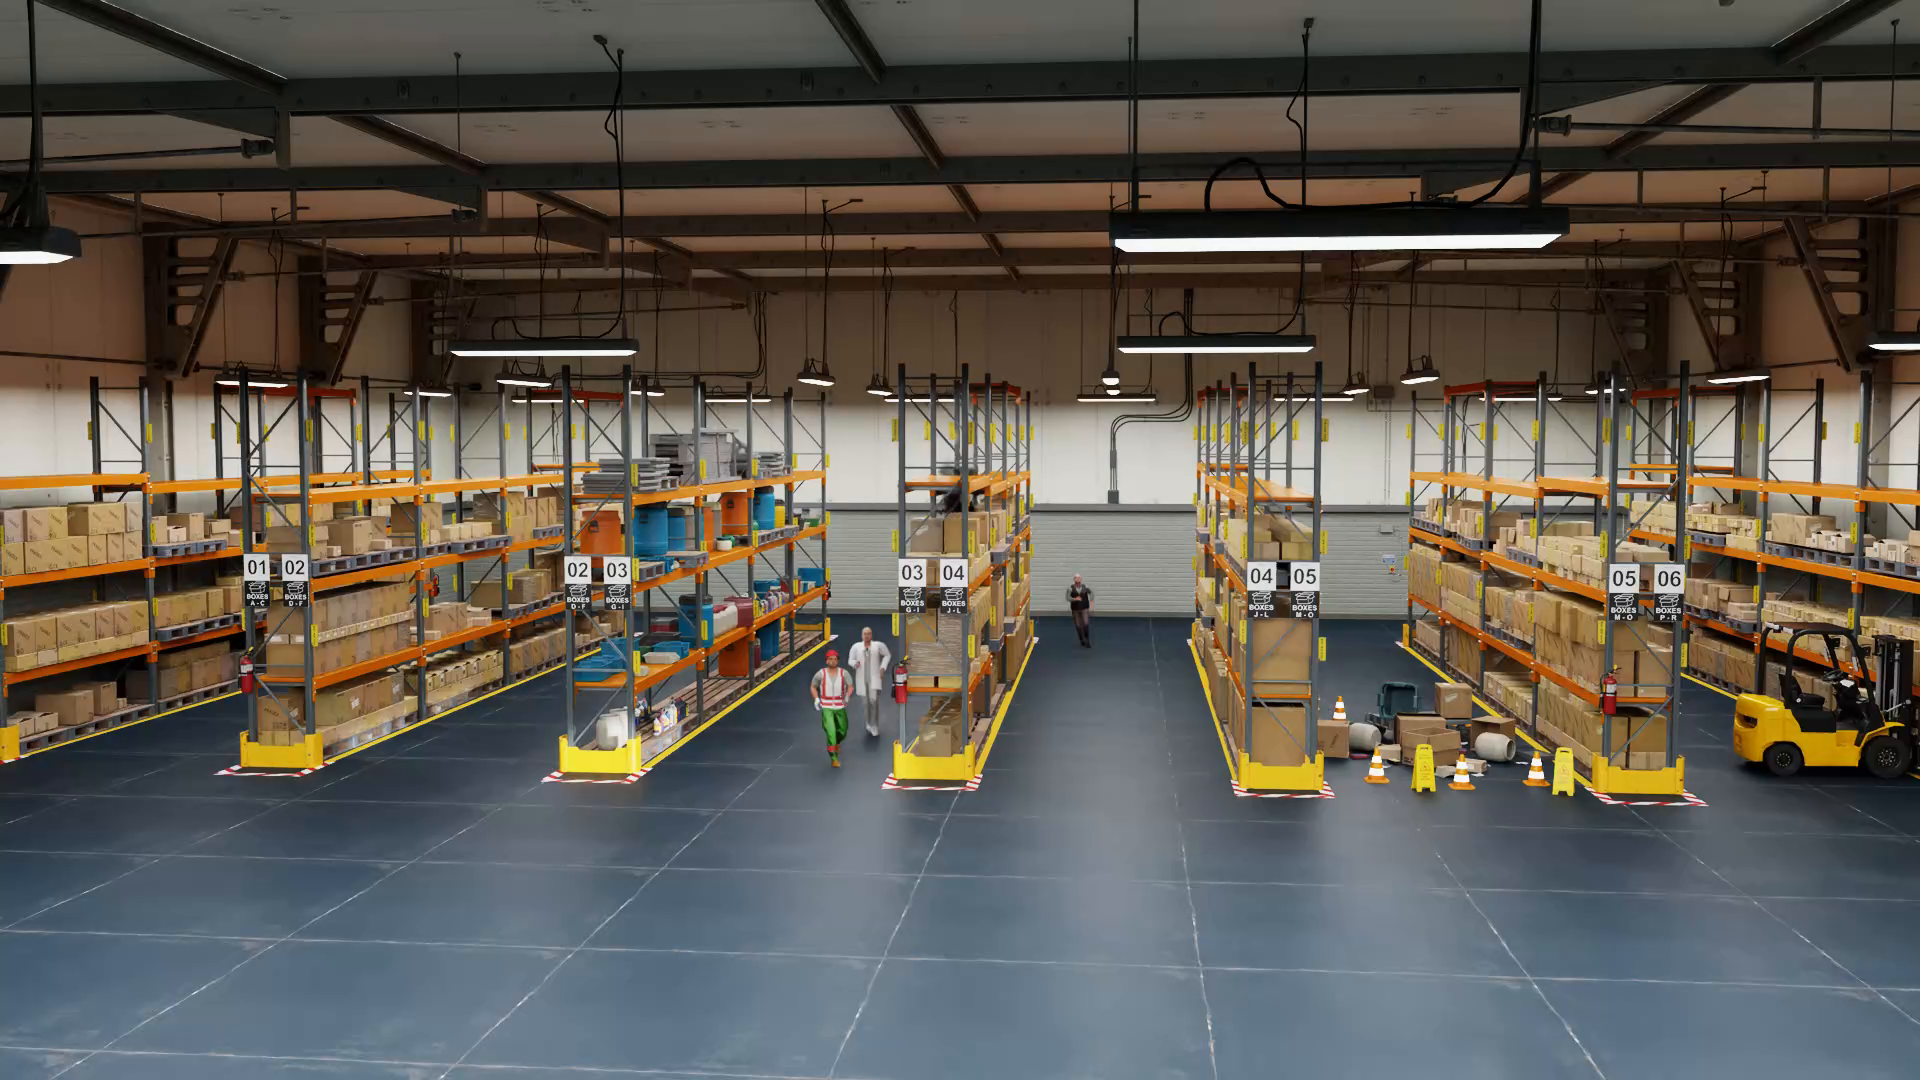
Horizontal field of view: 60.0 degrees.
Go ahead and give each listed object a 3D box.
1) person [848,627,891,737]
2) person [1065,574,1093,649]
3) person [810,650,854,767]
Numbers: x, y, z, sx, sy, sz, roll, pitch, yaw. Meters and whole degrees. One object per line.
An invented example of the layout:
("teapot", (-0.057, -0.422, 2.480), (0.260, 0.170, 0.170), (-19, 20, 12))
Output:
("person", (-1.518, 2.399, 27.603), (0.682, 1.739, 0.809), (0, 4, 6))
("person", (2.786, 1.678, 38.839), (0.644, 1.766, 0.653), (1, 4, 8))
("person", (-1.919, 2.521, 25.043), (0.651, 1.747, 0.692), (-1, 4, -11))
